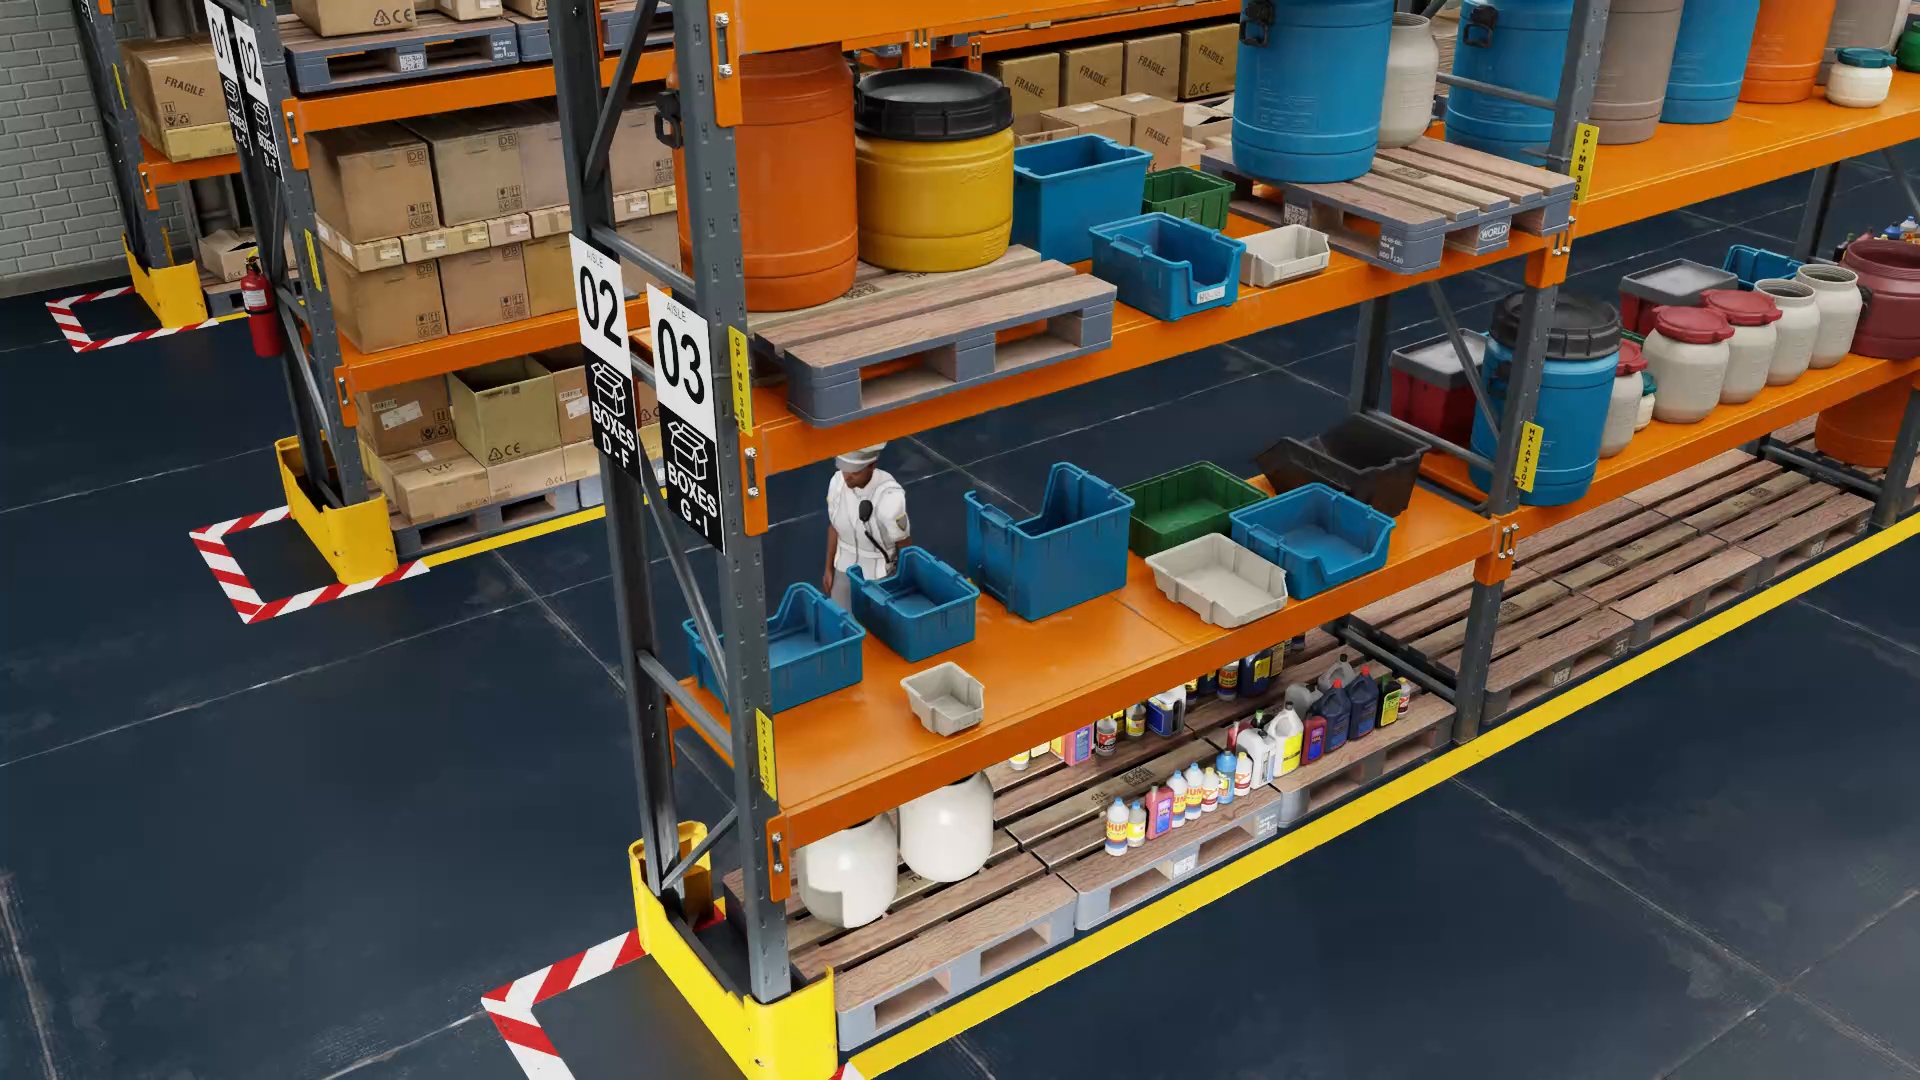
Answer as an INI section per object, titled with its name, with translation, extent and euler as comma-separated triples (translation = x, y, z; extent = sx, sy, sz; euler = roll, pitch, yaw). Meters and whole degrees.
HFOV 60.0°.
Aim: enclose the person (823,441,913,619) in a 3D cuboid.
[person]
translation = -0.485, 0.207, 8.253
extent = 0.517, 1.654, 0.427
euler = 17, 33, 28
